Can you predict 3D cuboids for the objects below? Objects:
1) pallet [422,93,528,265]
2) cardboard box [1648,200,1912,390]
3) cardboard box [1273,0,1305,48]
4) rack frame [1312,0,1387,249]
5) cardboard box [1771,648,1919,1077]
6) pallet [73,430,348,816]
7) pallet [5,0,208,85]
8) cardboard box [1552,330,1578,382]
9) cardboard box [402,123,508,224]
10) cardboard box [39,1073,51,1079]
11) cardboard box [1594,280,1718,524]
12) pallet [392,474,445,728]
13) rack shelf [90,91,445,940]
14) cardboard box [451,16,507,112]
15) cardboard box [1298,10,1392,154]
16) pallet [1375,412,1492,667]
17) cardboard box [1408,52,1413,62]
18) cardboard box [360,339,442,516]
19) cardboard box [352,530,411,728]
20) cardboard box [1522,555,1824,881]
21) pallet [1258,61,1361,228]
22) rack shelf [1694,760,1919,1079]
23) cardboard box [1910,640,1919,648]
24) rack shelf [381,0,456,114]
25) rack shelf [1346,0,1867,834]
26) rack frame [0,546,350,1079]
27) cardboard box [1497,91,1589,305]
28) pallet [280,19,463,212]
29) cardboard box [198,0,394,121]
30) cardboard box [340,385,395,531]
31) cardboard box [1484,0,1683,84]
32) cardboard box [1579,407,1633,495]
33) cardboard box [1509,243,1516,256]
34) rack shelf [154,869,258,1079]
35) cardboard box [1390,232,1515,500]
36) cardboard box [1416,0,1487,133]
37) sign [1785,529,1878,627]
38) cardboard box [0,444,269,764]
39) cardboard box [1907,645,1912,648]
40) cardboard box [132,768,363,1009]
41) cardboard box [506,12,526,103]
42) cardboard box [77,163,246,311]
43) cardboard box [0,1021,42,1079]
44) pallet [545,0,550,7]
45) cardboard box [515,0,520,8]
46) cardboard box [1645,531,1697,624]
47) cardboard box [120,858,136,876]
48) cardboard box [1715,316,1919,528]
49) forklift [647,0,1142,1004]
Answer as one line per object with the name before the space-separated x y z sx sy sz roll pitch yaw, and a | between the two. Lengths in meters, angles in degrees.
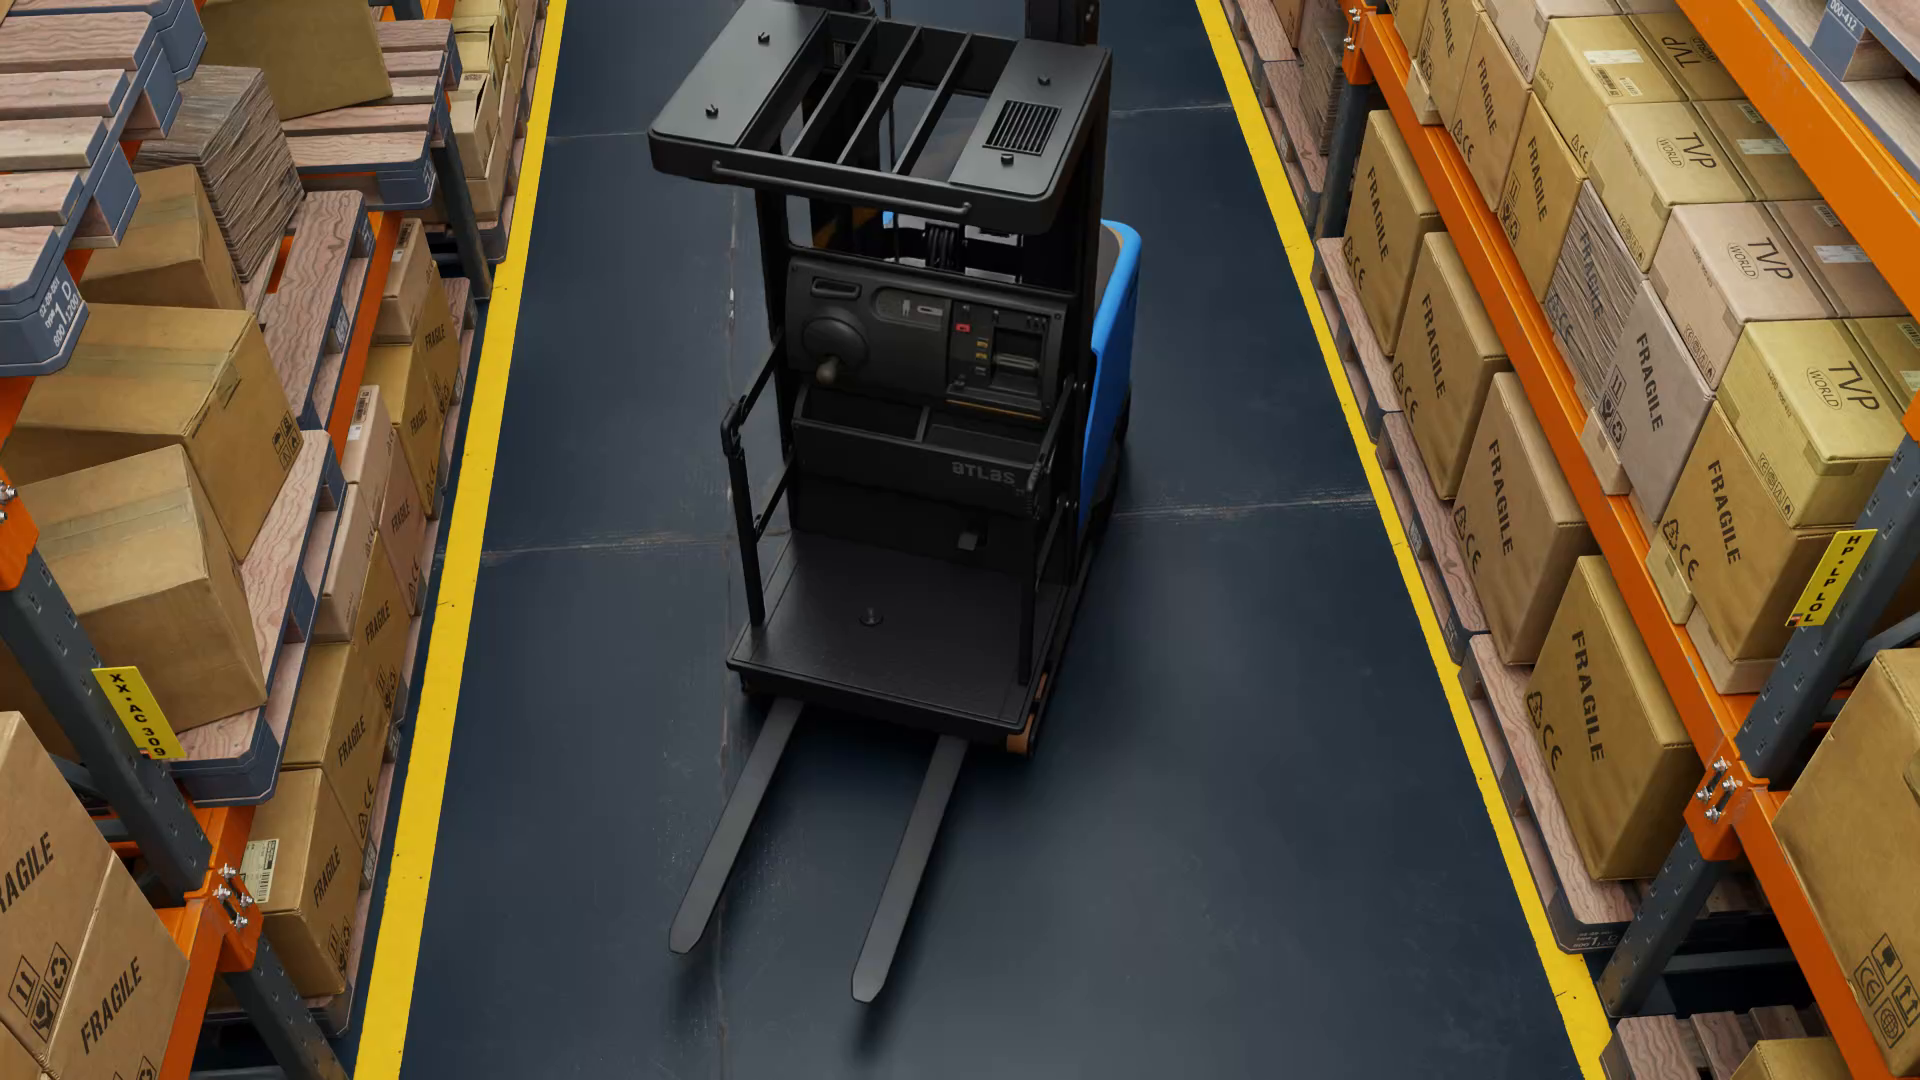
pallet | -2.741 -1.807 8.316 1.003 0.211 1.213 -3 47 -3
cardboard box | 2.232 -0.672 4.516 0.500 0.250 0.500 -3 47 -2
cardboard box | 2.116 -3.019 8.961 0.700 0.500 0.500 -4 47 -4
rack frame | 2.225 -2.472 7.025 1.000 3.000 0.127 -3 47 -3
cardboard box | 2.589 0.713 3.802 0.980 0.700 0.700 -3 47 -3
pallet | -2.334 0.208 4.620 1.003 0.211 1.213 -3 47 -3
pallet | -2.451 -1.467 4.137 1.213 0.211 1.003 -3 47 -3
cardboard box | 2.187 -0.647 5.456 0.380 0.149 0.250 -5 47 -4
cardboard box | -2.462 -1.763 7.959 0.500 0.250 0.500 -4 47 -3
cardboard box | -2.034 1.411 3.279 0.500 0.500 0.500 -2 47 -2
cardboard box | 2.217 -0.408 4.783 0.500 0.500 0.500 -3 47 -3
pallet | -2.587 0.214 6.402 1.003 0.211 1.213 -3 47 -3
rack shelf | -2.544 -0.473 5.628 1.077 0.370 4.000 -3 47 -3
cardboard box | -2.515 -2.336 8.115 0.500 0.311 0.500 -5 47 -4
cardboard box | 2.113 -2.281 8.263 0.700 0.500 0.500 -3 47 -3
pallet | 2.315 -0.057 6.659 1.003 0.211 1.213 -3 47 -3
cardboard box | 2.034 -1.957 6.697 0.380 0.149 0.250 -3 47 -3
cardboard box | -2.356 -0.423 6.503 0.500 0.500 0.500 -5 47 -5
cardboard box | -2.264 0.323 5.797 0.500 0.500 0.500 -3 47 -3
cardboard box | 2.376 0.555 5.350 0.750 0.750 0.750 -3 47 -3
pallet | 2.161 -2.078 8.573 1.003 0.211 1.213 -3 47 -3
rack shelf | 2.727 2.117 3.175 1.077 0.370 4.000 -3 47 -3
cardboard box | 2.772 -0.069 4.462 0.500 0.500 0.500 -5 47 -5
rack shelf | -2.879 -3.367 8.369 1.077 0.370 4.000 -3 47 -3
rack shelf | 2.392 -0.777 5.916 1.077 0.370 4.000 -3 47 -3
rack frame | -2.373 0.726 3.996 0.949 2.616 0.053 -3 47 -3
cardboard box | 2.137 -1.133 5.470 0.500 0.500 0.500 -2 47 -2
pallet | -2.584 -1.616 6.346 1.213 0.211 1.003 -3 47 -3
cardboard box | -2.546 -1.898 6.123 0.700 0.500 0.500 -18 49 -16
cardboard box | -2.300 -0.274 5.846 0.500 0.250 0.500 -4 47 -4
cardboard box | 2.097 -1.778 5.564 0.500 0.250 0.500 -3 47 -3
cardboard box | 2.147 -0.284 5.113 0.380 0.149 0.250 -3 47 -3
cardboard box | 2.161 -1.031 5.819 0.380 0.149 0.250 -3 47 -3
rack shelf | -2.209 2.421 2.887 1.077 0.370 4.000 -3 47 -3
cardboard box | 2.223 -0.703 6.541 0.750 0.750 0.750 -4 47 -3
cardboard box | 2.045 -1.869 6.166 0.500 0.500 0.500 -2 47 -2
sign | 2.020 0.092 3.854 0.100 0.325 0.005 -3 47 -3
cardboard box | -2.193 0.191 4.145 0.700 0.500 0.500 -18 49 -16
cardboard box | 2.729 0.248 4.609 0.380 0.149 0.250 -5 47 -5
cardboard box | -2.174 1.070 5.090 0.500 0.500 0.500 -5 47 -5
cardboard box | -2.555 -2.503 8.659 0.500 0.250 0.500 -5 47 -4
cardboard box | -2.586 -0.727 5.014 0.700 0.500 0.500 -14 48 -13
cardboard box | -2.030 1.069 2.914 0.500 0.500 0.500 -4 47 -4
pallet | -2.945 -3.572 9.988 1.003 0.211 1.213 -3 47 -3
cardboard box | -2.599 -3.077 8.816 0.500 0.311 0.500 -4 47 -4
cardboard box | 2.205 0.093 4.755 0.380 0.149 0.250 -3 47 -3
cardboard box | -2.703 1.095 5.066 0.500 0.500 0.500 -4 47 -4
cardboard box | 2.266 -0.301 4.165 0.500 0.250 0.500 -2 47 -2
forklift | -0.179 -0.556 5.258 1.130 2.935 3.031 12 48 11
